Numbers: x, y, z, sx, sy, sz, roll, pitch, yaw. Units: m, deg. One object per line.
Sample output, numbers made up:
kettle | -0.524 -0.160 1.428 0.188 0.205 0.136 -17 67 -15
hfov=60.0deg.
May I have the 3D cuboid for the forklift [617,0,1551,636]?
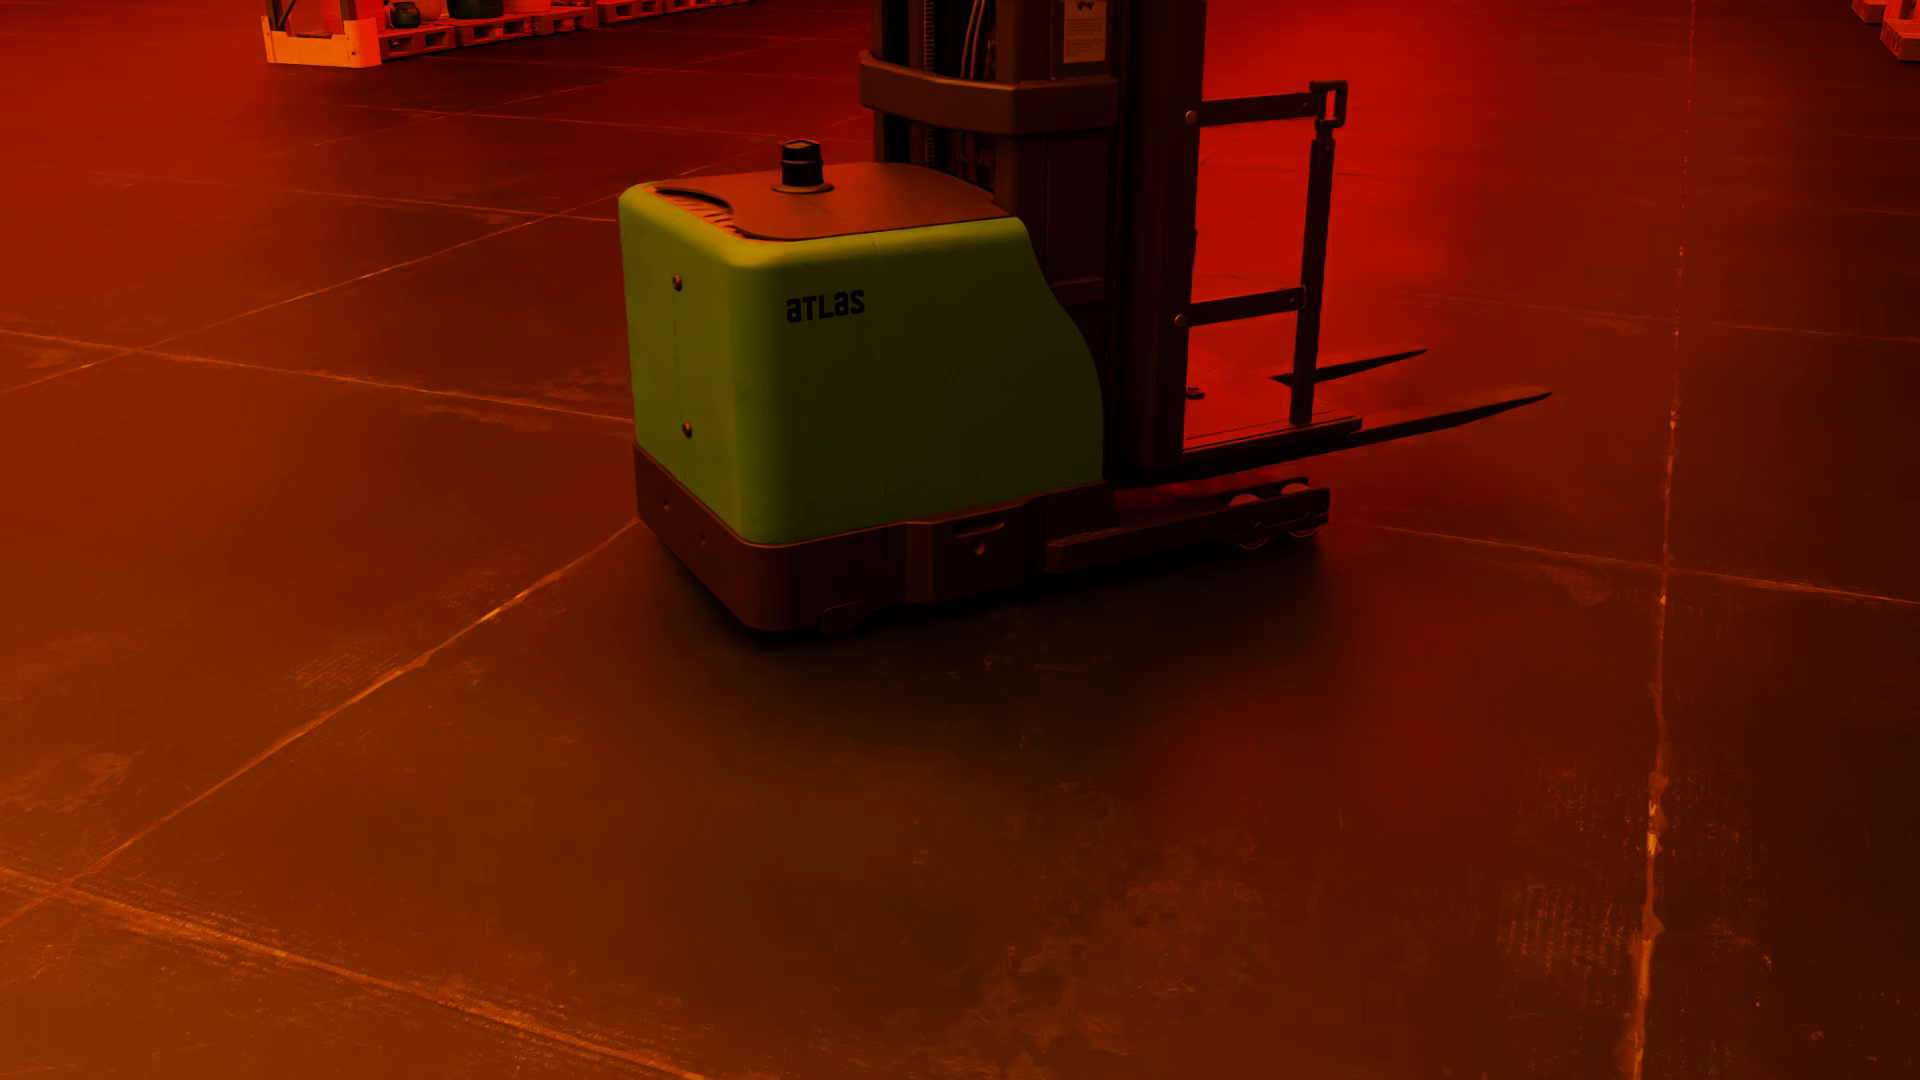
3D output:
forklift | 0.554 -1.489 4.855 3.031 2.935 1.130 -12 25 -26
